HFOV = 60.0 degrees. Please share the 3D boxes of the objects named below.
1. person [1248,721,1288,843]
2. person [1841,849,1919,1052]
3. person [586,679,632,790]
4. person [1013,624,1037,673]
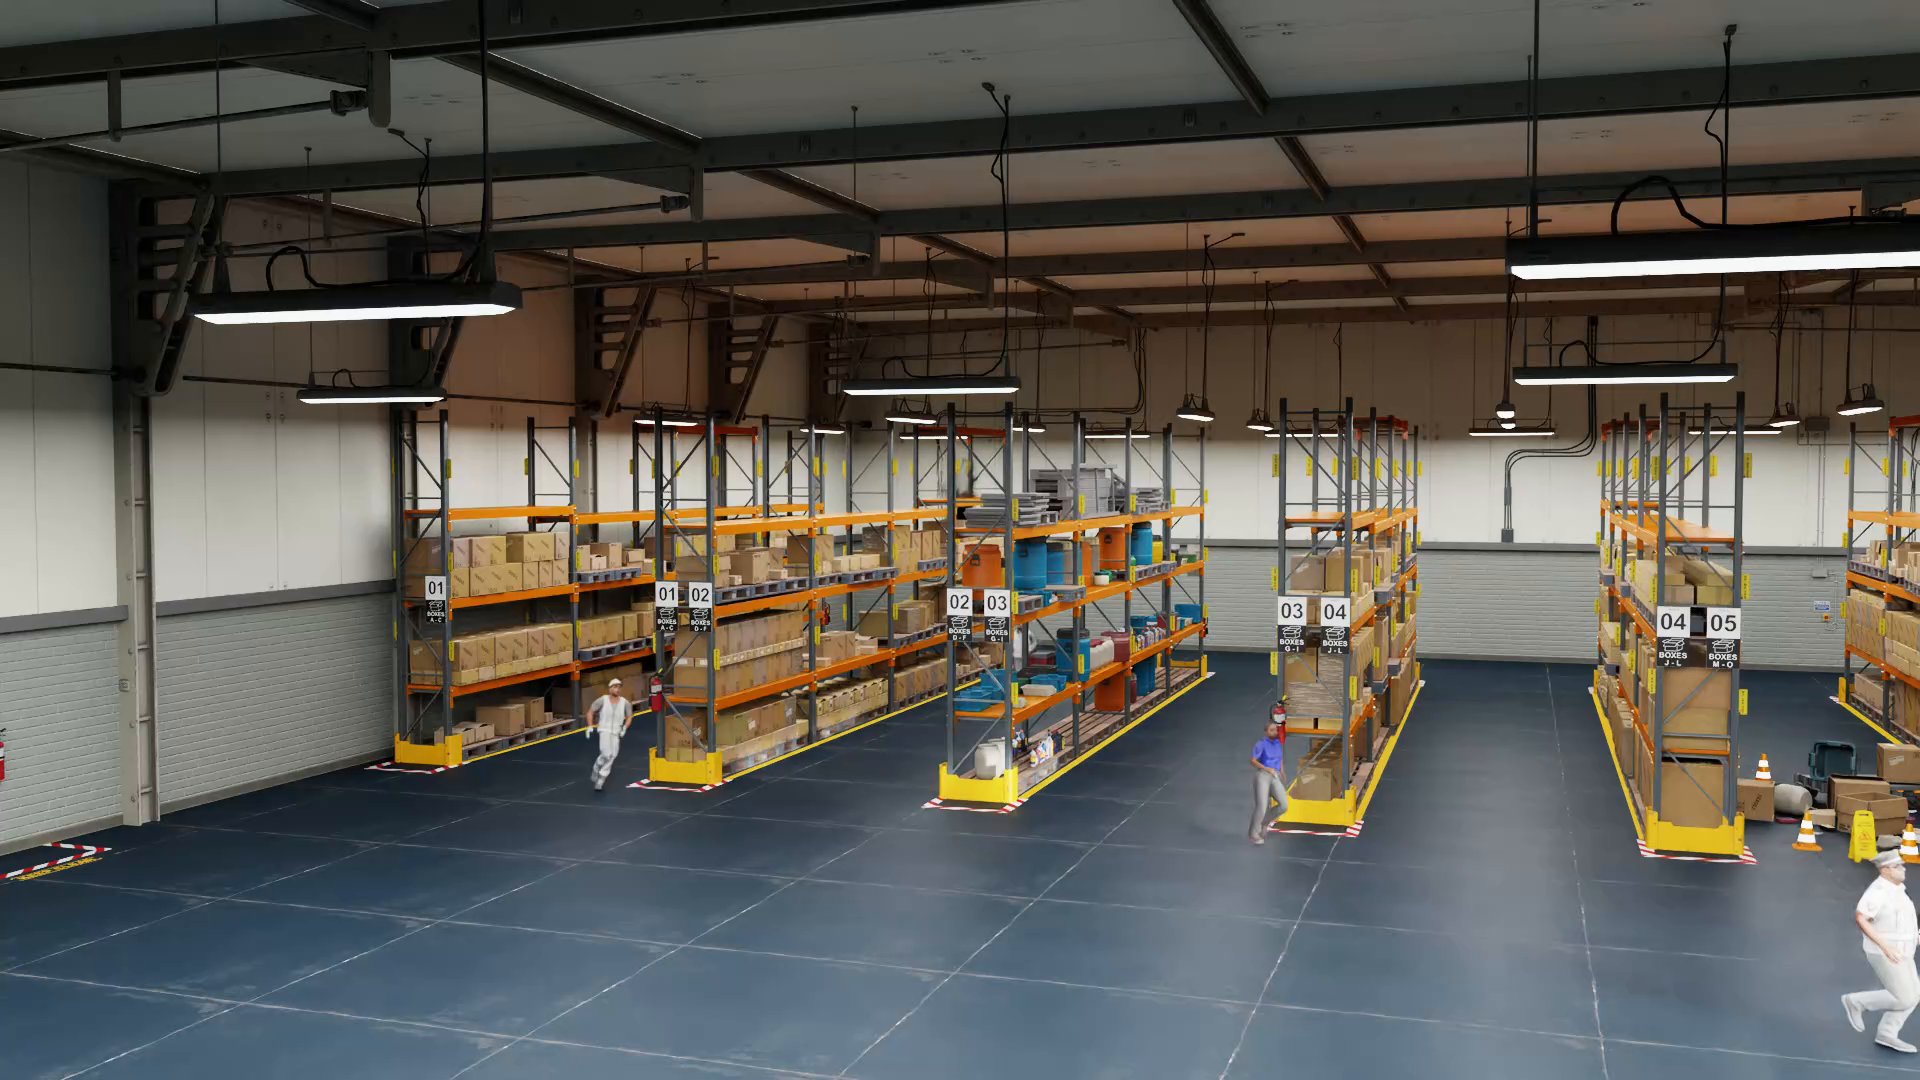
[{"bbox_3d":[4.190,3.243,22.263,0.645,1.620,0.576,-2,3,-33],"label":"person"},{"bbox_3d":[8.003,3.521,14.374,0.670,1.741,0.599,-2,3,-43],"label":"person"},{"bbox_3d":[-5.433,3.031,25.905,0.713,1.712,0.560,-1,3,-26],"label":"person"},{"bbox_3d":[1.348,2.562,36.497,0.644,1.728,0.592,0,2,7],"label":"person"}]
